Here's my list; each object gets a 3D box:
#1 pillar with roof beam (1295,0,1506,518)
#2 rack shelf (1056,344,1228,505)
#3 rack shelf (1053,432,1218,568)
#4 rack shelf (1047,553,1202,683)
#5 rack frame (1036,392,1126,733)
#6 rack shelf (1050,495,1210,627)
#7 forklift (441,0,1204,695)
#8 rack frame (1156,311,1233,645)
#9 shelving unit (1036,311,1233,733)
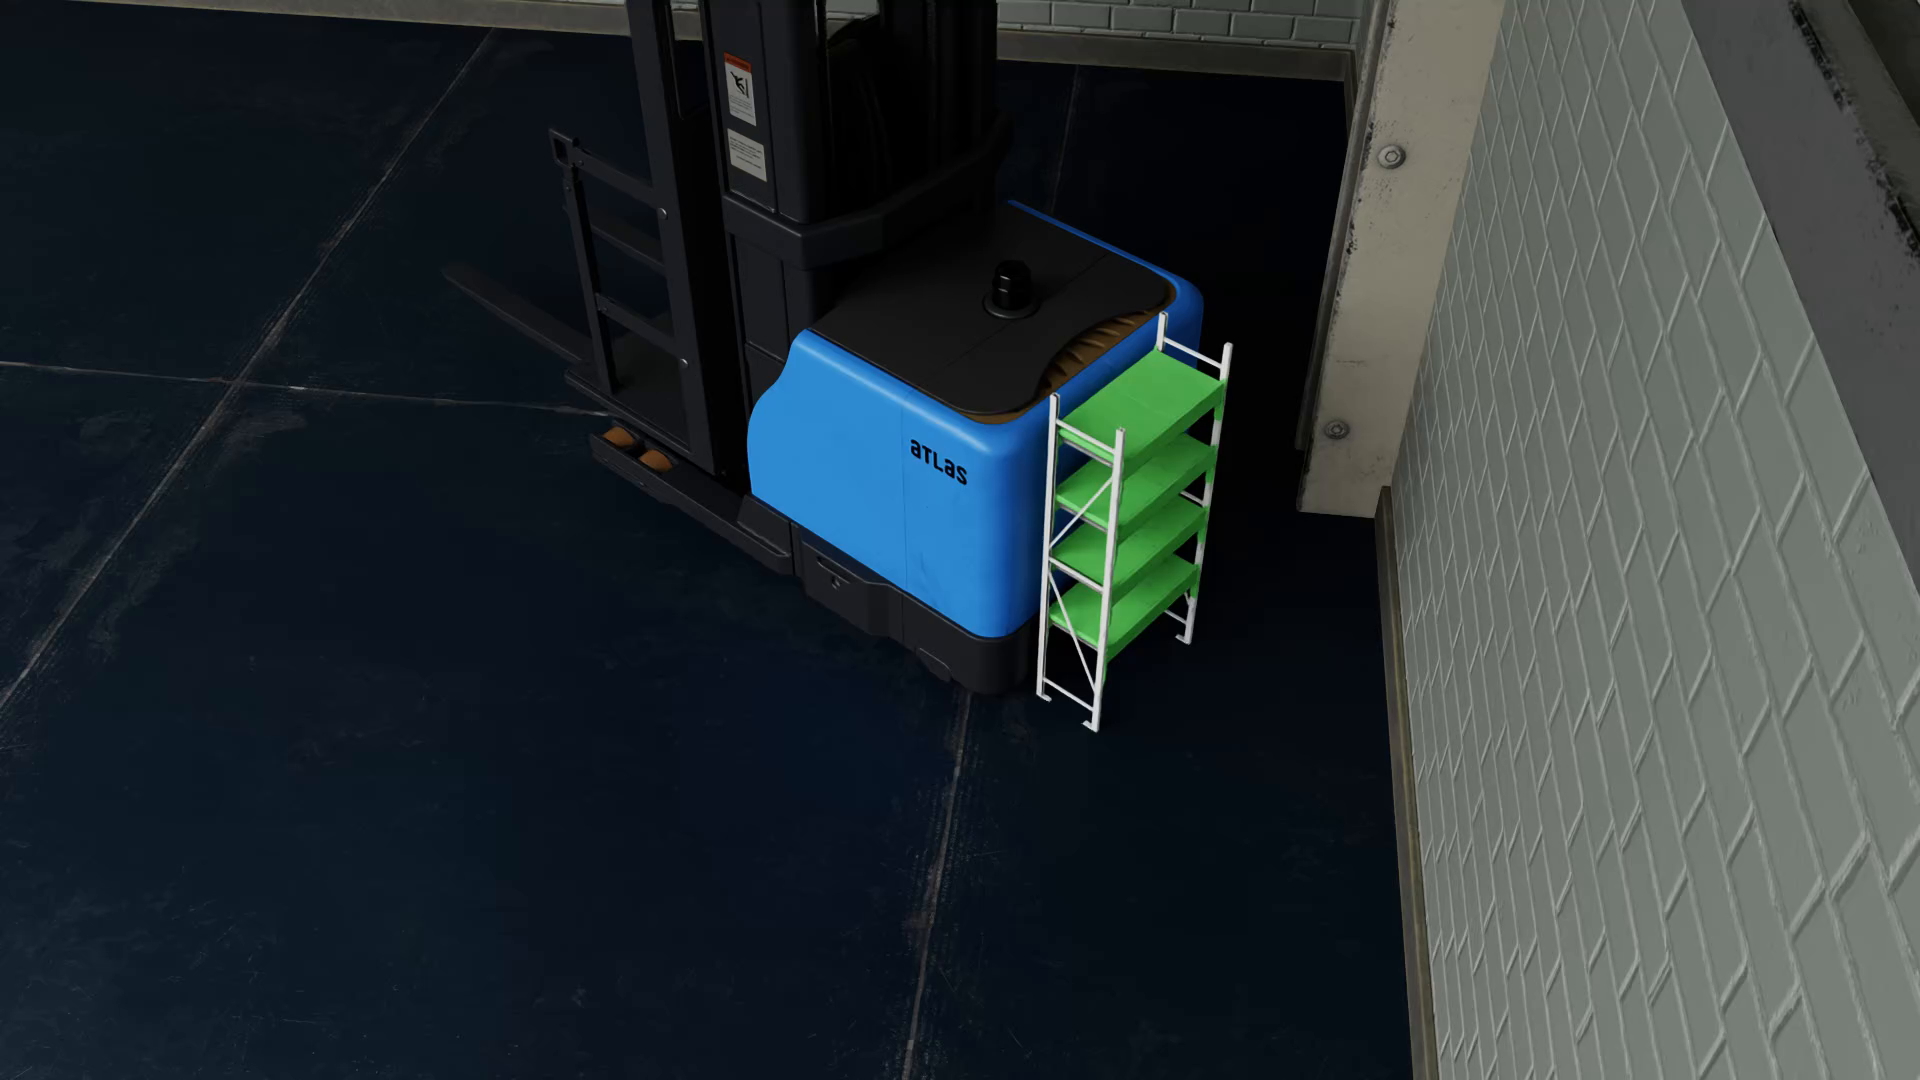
[{"bbox_3d":[-2.903,-3.882,3.305,9.100,9.000,0.400,5,44,6],"label":"pillar with roof beam"},{"bbox_3d":[0.496,-0.328,4.618,0.258,0.148,0.480,31,51,29],"label":"rack shelf"},{"bbox_3d":[0.496,-0.154,4.784,0.258,0.148,0.480,31,51,29],"label":"rack shelf"},{"bbox_3d":[0.496,0.195,5.114,0.258,0.148,0.480,31,51,29],"label":"rack shelf"},{"bbox_3d":[0.335,0.101,4.771,0.240,1.200,0.015,31,51,29],"label":"rack frame"},{"bbox_3d":[0.496,0.021,4.949,0.258,0.148,0.480,31,51,29],"label":"rack shelf"},{"bbox_3d":[-0.689,-1.460,5.160,3.031,2.935,1.130,31,51,29],"label":"forklift"},{"bbox_3d":[0.656,-0.152,5.038,0.240,1.200,0.015,31,51,29],"label":"rack frame"},{"bbox_3d":[0.496,-0.026,4.905,0.258,1.200,0.503,31,51,29],"label":"shelving unit"}]
